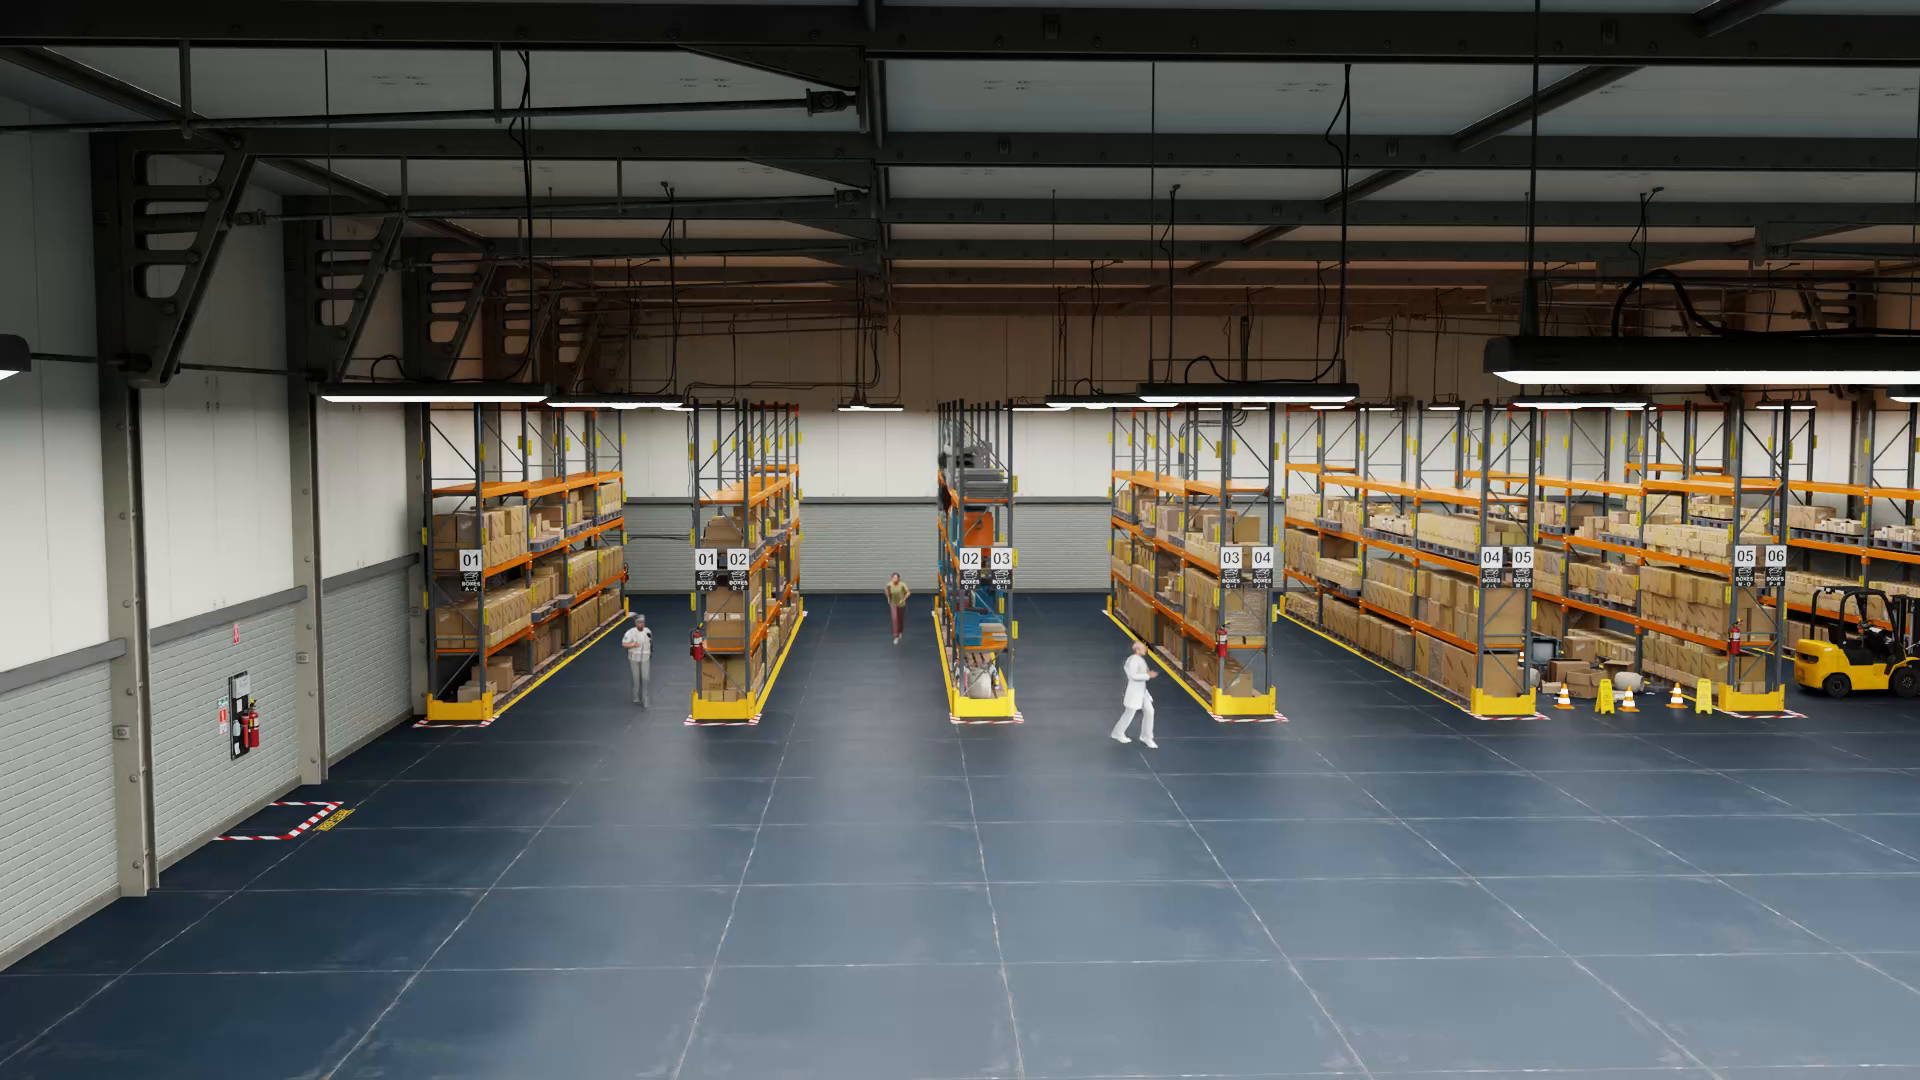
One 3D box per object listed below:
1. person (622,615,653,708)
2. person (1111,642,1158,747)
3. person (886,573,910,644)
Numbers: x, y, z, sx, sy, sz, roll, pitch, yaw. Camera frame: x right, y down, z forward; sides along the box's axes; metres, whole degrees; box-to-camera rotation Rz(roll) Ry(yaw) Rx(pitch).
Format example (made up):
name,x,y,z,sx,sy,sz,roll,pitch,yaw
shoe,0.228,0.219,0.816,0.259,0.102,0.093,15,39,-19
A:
name,x,y,z,sx,sy,sz,roll,pitch,yaw
person,-6.322,2.369,32.644,0.631,1.846,0.830,-2,5,-23
person,2.997,2.685,28.580,0.861,1.842,0.669,2,5,23
person,-1.493,1.604,39.802,0.581,1.677,0.981,0,4,3
